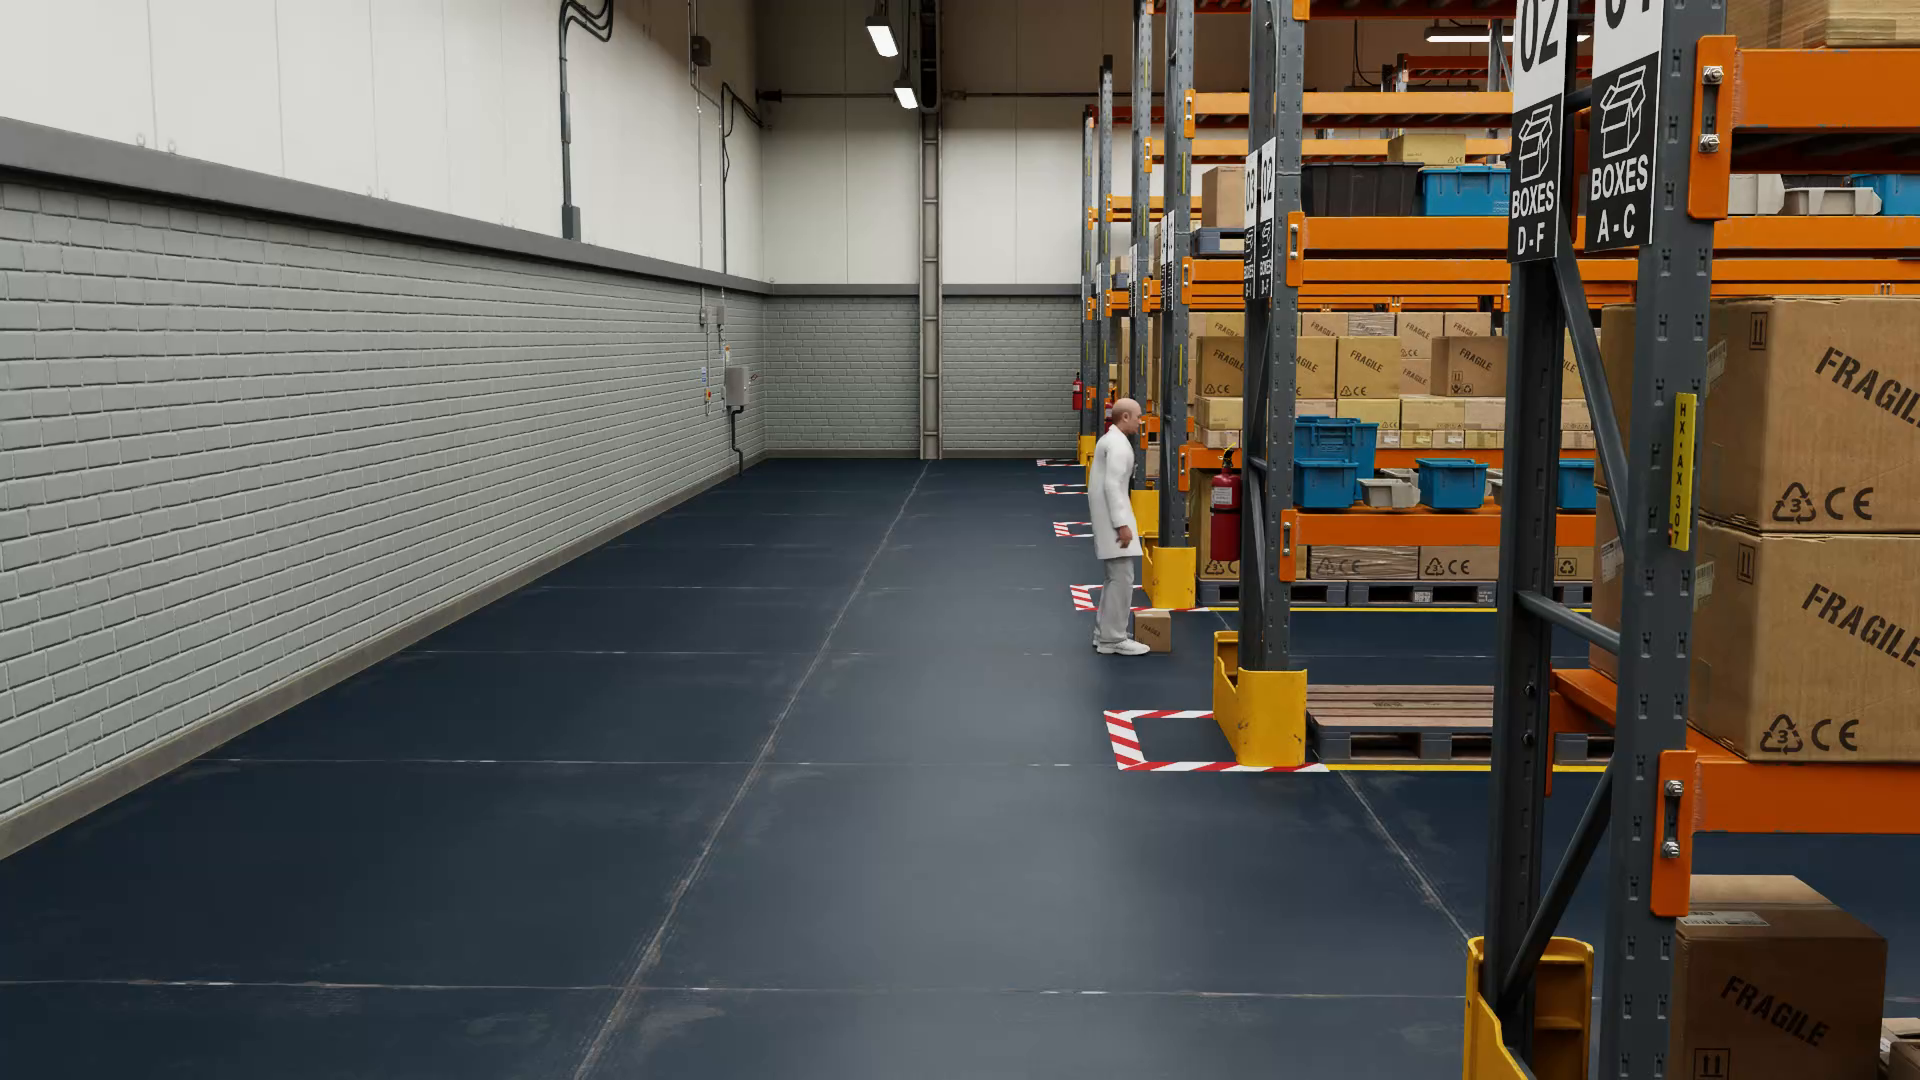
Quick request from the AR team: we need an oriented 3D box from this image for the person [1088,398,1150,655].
[{"bbox_3d":[1.111,-0.108,11.697,0.427,1.773,0.641,0,7,1],"label":"person"}]
